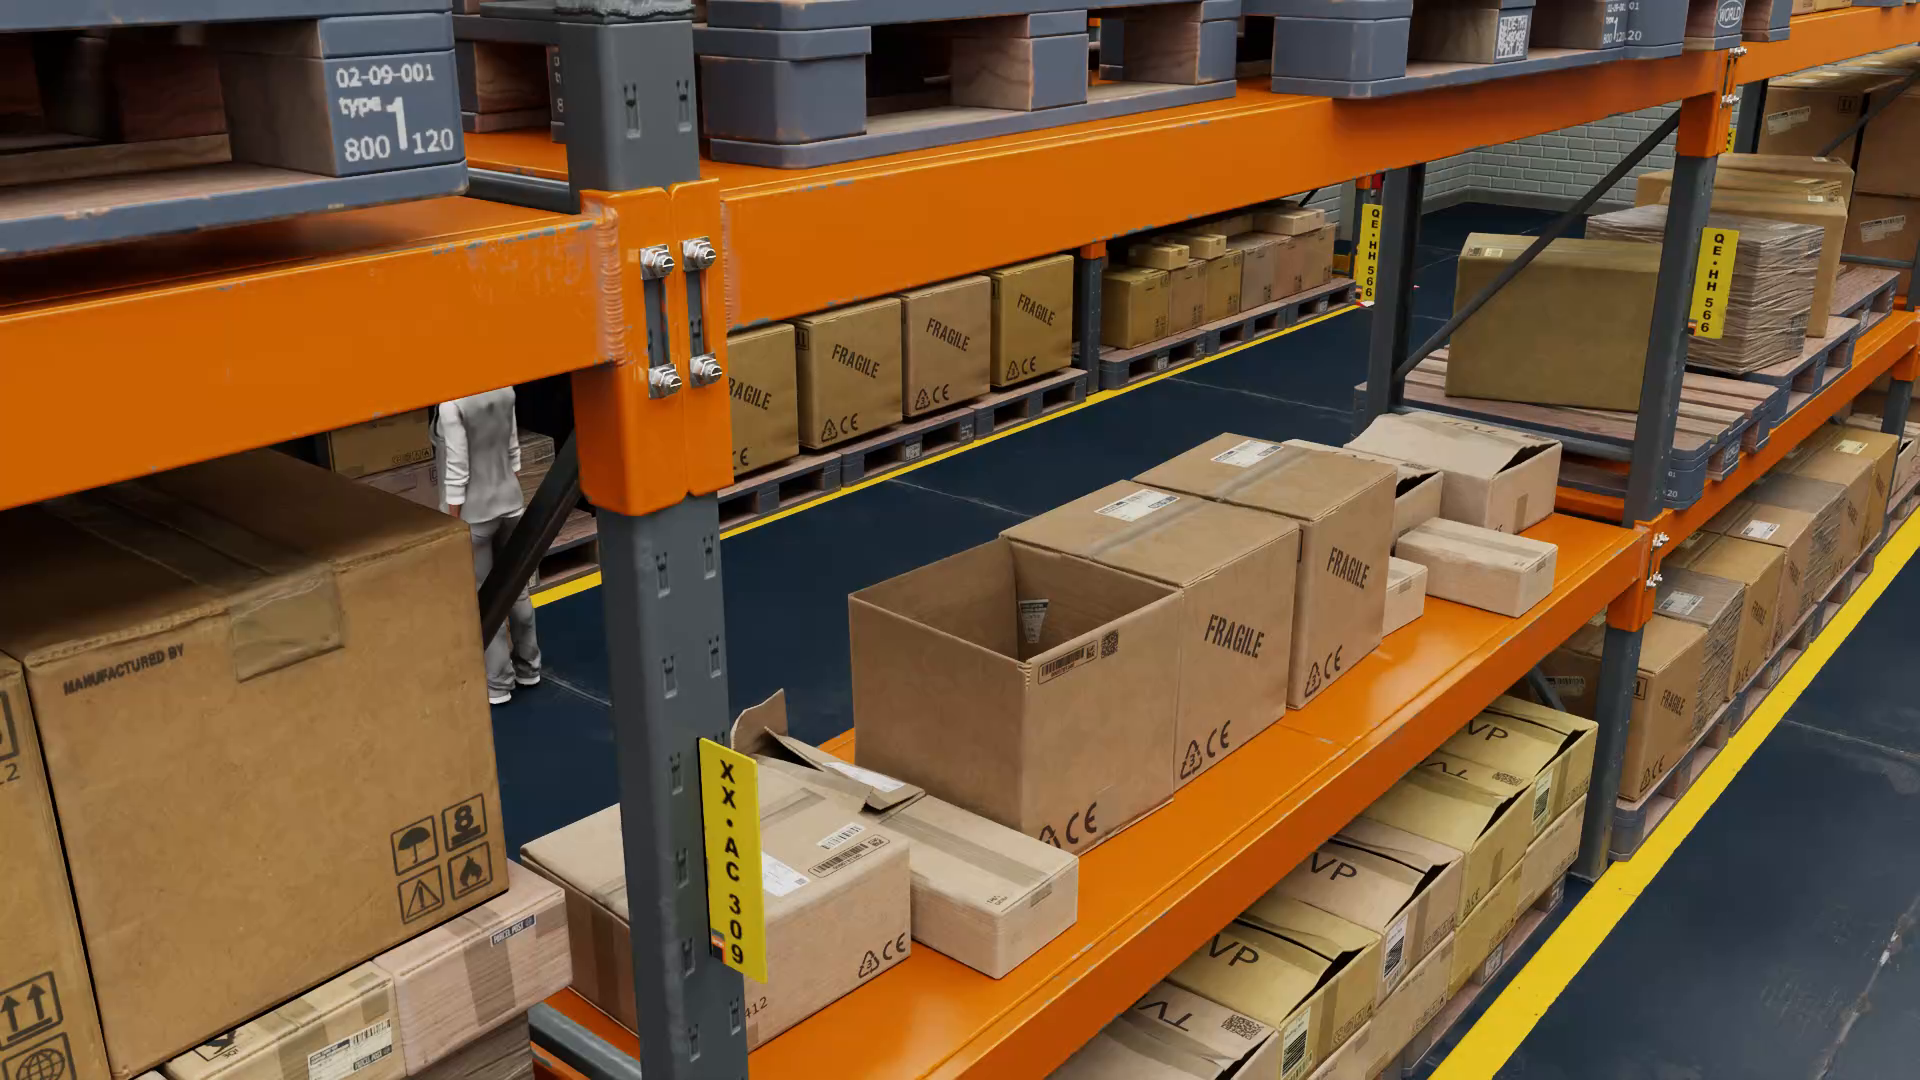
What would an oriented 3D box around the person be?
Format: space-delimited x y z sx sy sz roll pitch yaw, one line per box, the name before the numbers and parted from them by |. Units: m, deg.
person | -1.969 -0.102 6.854 0.313 1.604 0.408 12 24 29
